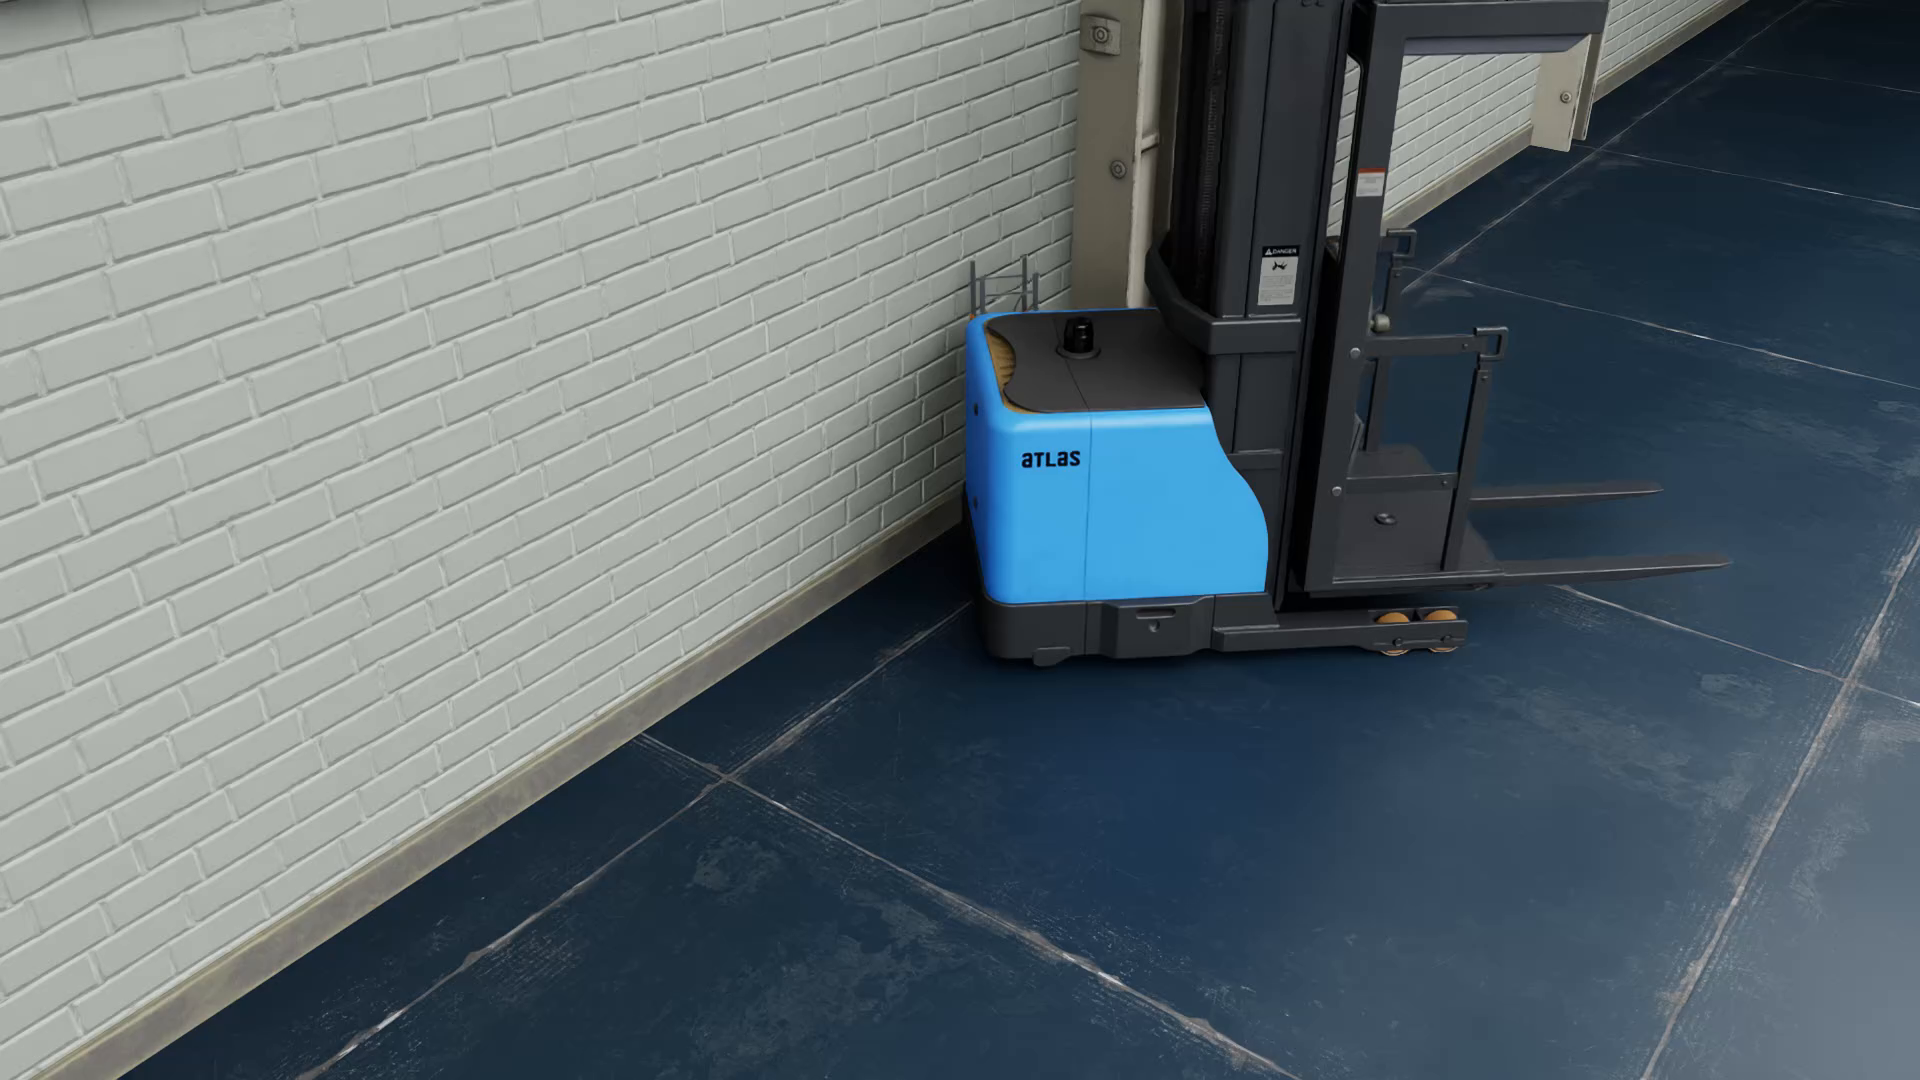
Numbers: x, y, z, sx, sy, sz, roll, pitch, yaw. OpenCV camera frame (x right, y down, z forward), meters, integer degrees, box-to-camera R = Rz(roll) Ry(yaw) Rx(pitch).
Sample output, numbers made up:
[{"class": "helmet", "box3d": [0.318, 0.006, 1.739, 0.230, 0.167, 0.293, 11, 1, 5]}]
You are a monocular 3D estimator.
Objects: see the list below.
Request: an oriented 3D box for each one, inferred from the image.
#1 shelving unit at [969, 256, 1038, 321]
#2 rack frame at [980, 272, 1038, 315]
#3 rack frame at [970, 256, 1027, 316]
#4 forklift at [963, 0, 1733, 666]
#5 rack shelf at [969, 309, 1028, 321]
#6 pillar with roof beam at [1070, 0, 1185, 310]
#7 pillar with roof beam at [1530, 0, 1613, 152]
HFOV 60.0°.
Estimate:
[{"class": "shelving unit", "box3d": [0.187, -0.594, 7.072, 0.258, 1.200, 0.189, -7, 31, -10]}, {"class": "rack frame", "box3d": [0.206, -0.549, 6.995, 0.240, 1.200, 0.006, -7, 31, -10]}, {"class": "rack frame", "box3d": [0.168, -0.640, 7.149, 0.240, 1.200, 0.006, -7, 31, -10]}, {"class": "forklift", "box3d": [1.559, -1.077, 6.192, 3.031, 2.935, 1.130, -3, 31, -4]}, {"class": "rack shelf", "box3d": [0.183, -0.866, 6.912, 0.258, 0.103, 0.180, -7, 31, -10]}, {"class": "pillar with roof beam", "box3d": [4.173, -3.028, 3.532, 9.100, 9.000, 0.400, 21, 37, 31]}, {"class": "pillar with roof beam", "box3d": [7.795, -5.466, 7.647, 9.100, 9.000, 0.400, 21, 37, 31]}]
